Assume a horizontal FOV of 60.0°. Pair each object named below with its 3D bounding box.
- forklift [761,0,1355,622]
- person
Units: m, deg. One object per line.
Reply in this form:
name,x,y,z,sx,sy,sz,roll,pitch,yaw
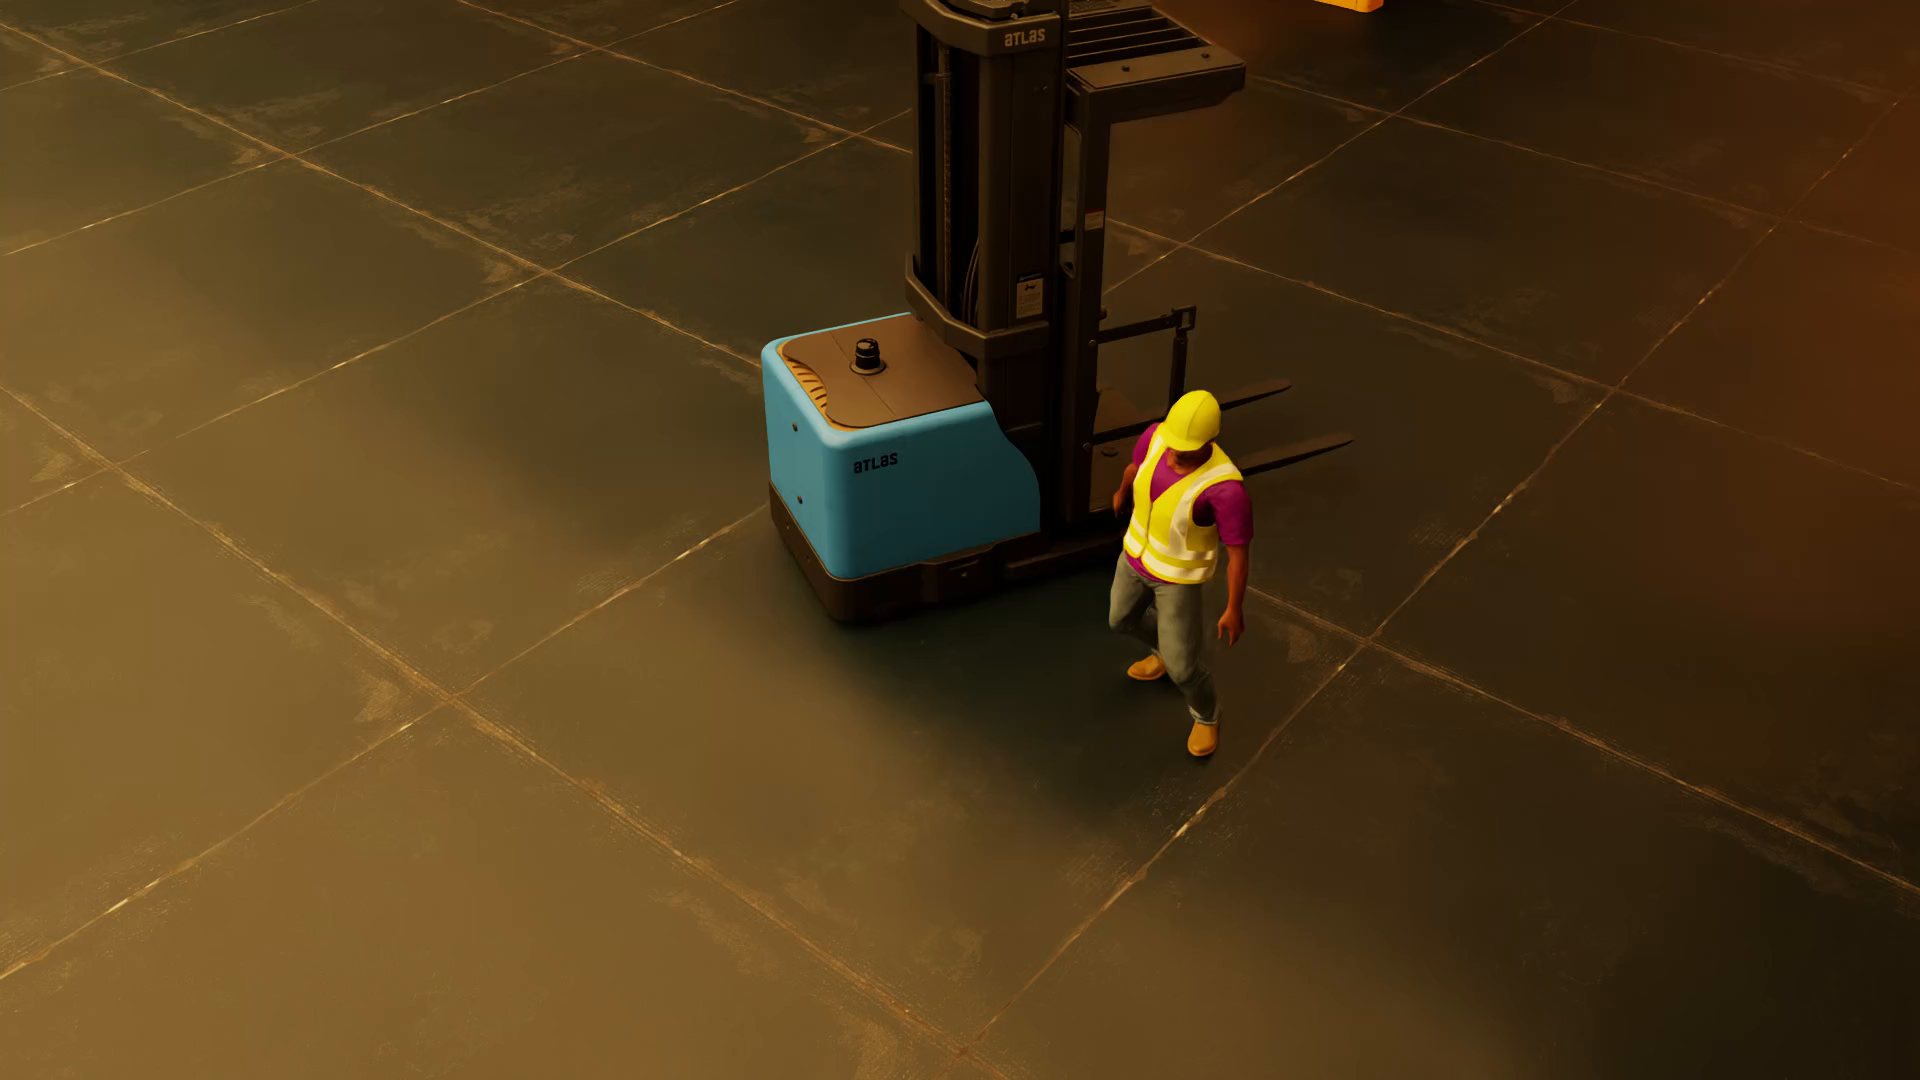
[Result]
forklift,0.592,-1.366,7.895,3.031,2.935,1.130,-15,38,-19
person,0.911,0.027,7.040,0.494,1.688,0.918,-20,41,-26
